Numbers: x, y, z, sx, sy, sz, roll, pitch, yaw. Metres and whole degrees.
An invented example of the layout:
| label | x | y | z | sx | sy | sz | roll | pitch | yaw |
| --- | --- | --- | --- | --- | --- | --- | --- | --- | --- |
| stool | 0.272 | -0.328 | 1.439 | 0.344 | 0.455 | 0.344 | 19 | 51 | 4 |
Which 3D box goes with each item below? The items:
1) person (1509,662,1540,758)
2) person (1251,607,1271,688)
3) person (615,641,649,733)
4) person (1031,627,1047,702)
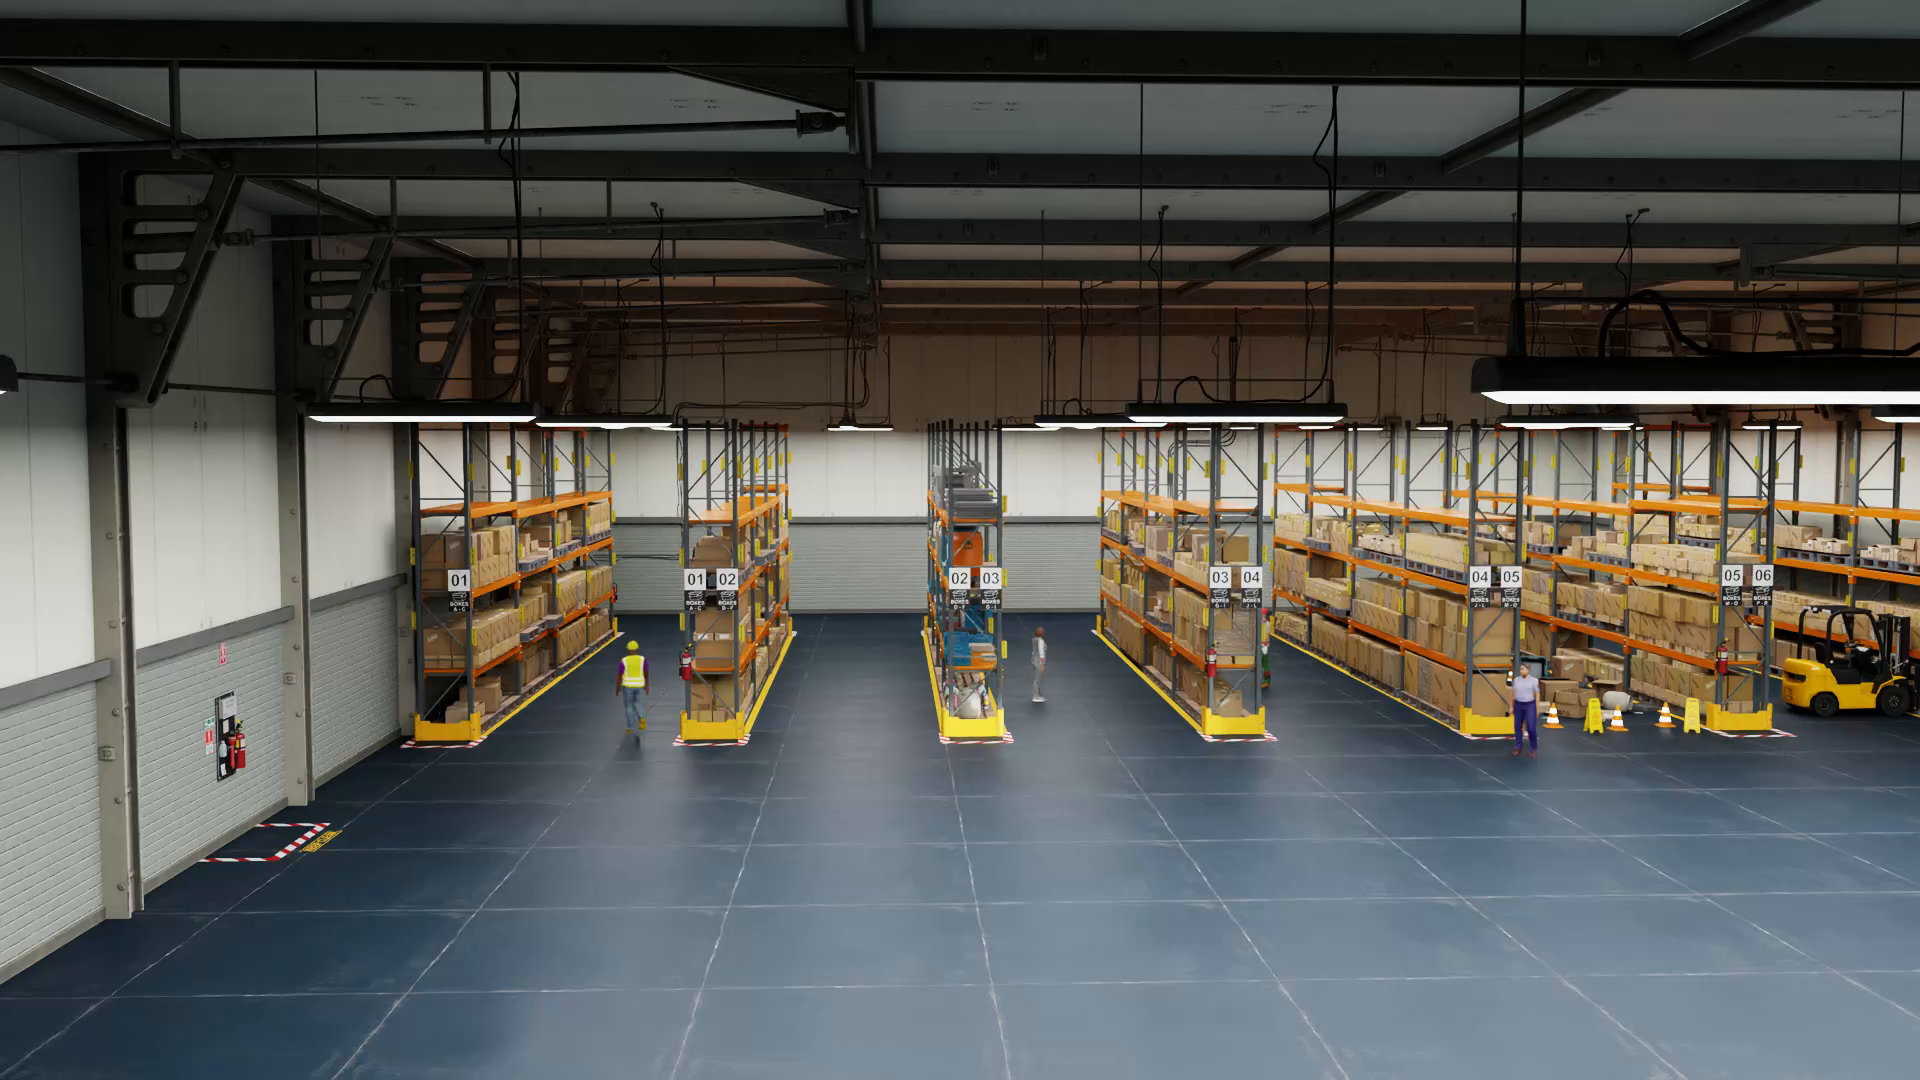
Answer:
| label | x | y | z | sx | sy | sz | roll | pitch | yaw |
| --- | --- | --- | --- | --- | --- | --- | --- | --- | --- |
| person | 10.015 | 3.022 | 29.540 | 0.511 | 1.693 | 0.358 | 3 | 5 | 39 |
| person | 6.798 | 2.416 | 37.626 | 0.426 | 1.788 | 0.615 | -2 | 4 | -23 |
| person | -6.246 | 2.797 | 31.711 | 0.594 | 1.757 | 0.517 | -3 | 5 | -42 |
| person | 1.726 | 2.663 | 35.545 | 0.417 | 1.620 | 0.477 | -1 | 4 | -16 |
